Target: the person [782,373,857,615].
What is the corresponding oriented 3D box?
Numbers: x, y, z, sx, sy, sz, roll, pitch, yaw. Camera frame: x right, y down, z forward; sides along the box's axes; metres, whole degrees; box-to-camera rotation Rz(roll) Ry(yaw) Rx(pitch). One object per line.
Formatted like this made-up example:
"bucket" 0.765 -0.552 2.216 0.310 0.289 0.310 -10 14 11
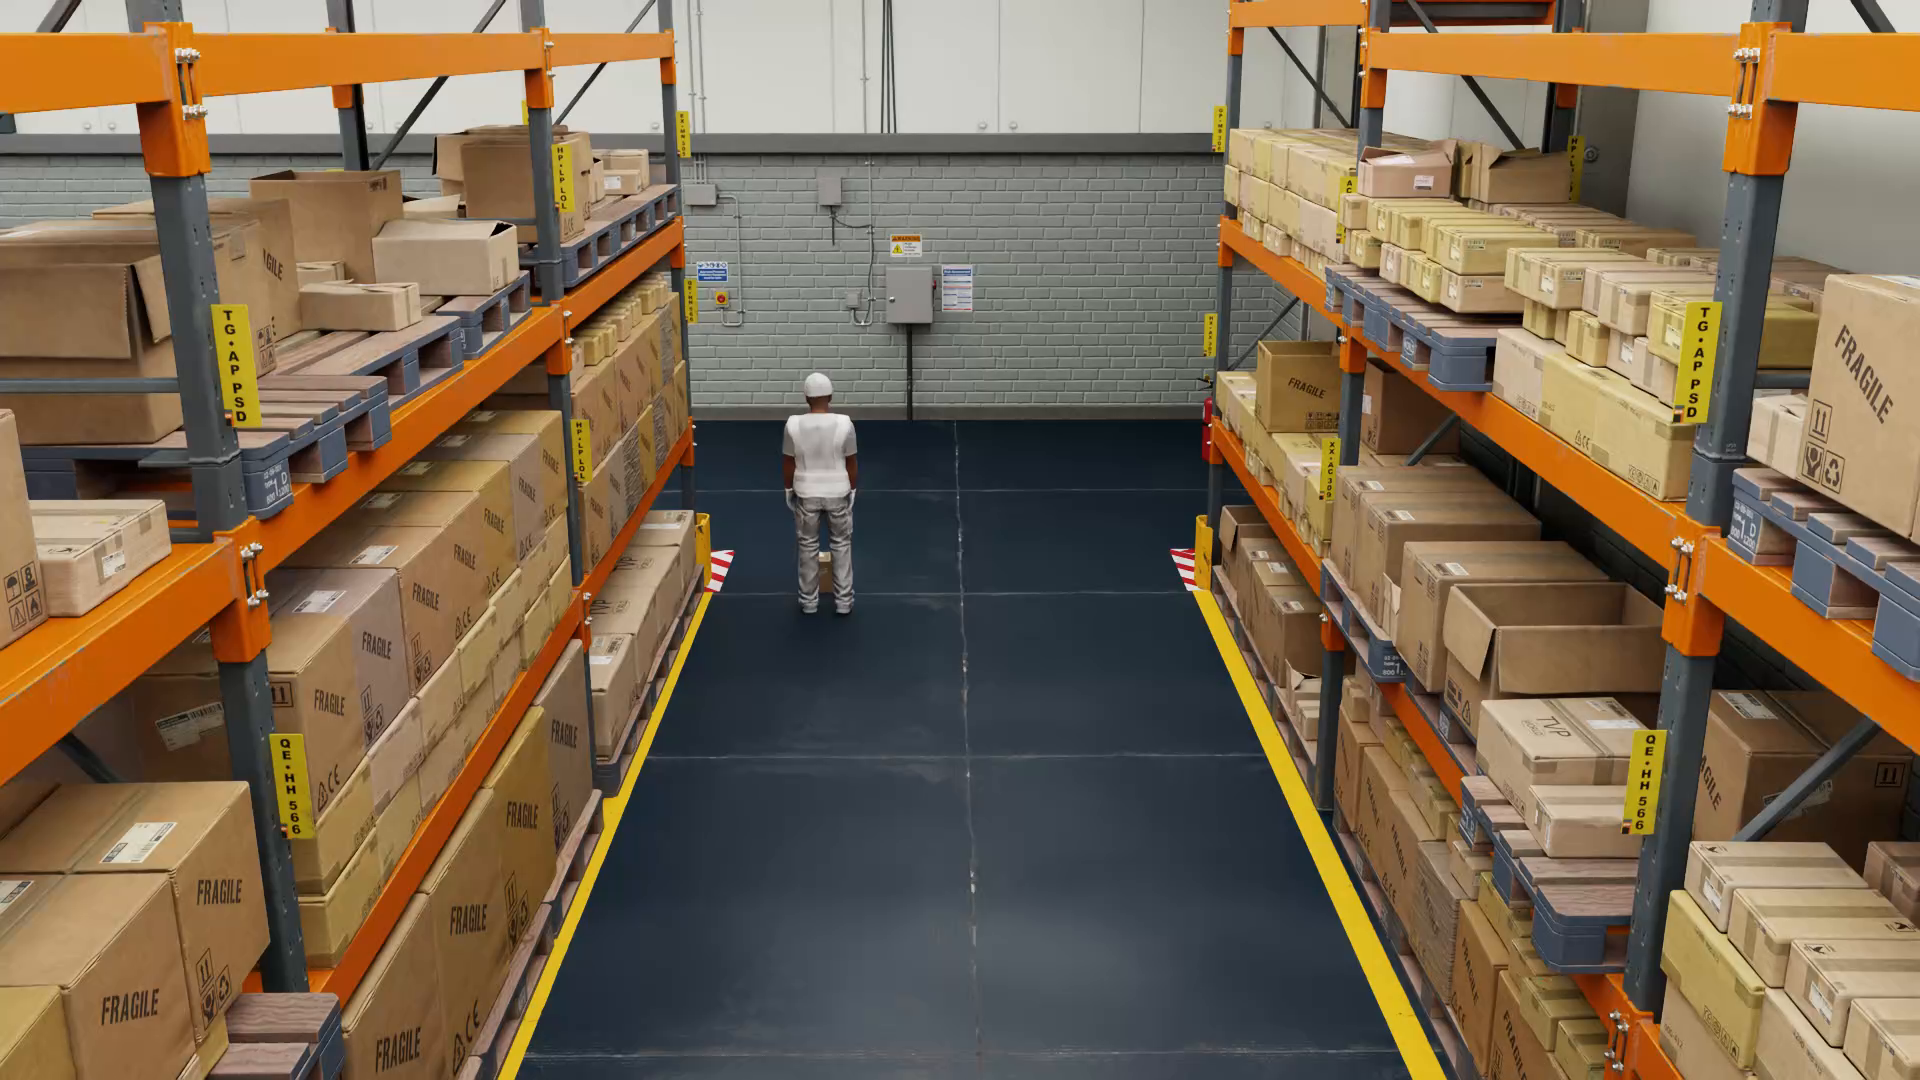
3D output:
"person" -1.015 -0.335 12.124 0.547 1.785 0.351 0 17 -2
